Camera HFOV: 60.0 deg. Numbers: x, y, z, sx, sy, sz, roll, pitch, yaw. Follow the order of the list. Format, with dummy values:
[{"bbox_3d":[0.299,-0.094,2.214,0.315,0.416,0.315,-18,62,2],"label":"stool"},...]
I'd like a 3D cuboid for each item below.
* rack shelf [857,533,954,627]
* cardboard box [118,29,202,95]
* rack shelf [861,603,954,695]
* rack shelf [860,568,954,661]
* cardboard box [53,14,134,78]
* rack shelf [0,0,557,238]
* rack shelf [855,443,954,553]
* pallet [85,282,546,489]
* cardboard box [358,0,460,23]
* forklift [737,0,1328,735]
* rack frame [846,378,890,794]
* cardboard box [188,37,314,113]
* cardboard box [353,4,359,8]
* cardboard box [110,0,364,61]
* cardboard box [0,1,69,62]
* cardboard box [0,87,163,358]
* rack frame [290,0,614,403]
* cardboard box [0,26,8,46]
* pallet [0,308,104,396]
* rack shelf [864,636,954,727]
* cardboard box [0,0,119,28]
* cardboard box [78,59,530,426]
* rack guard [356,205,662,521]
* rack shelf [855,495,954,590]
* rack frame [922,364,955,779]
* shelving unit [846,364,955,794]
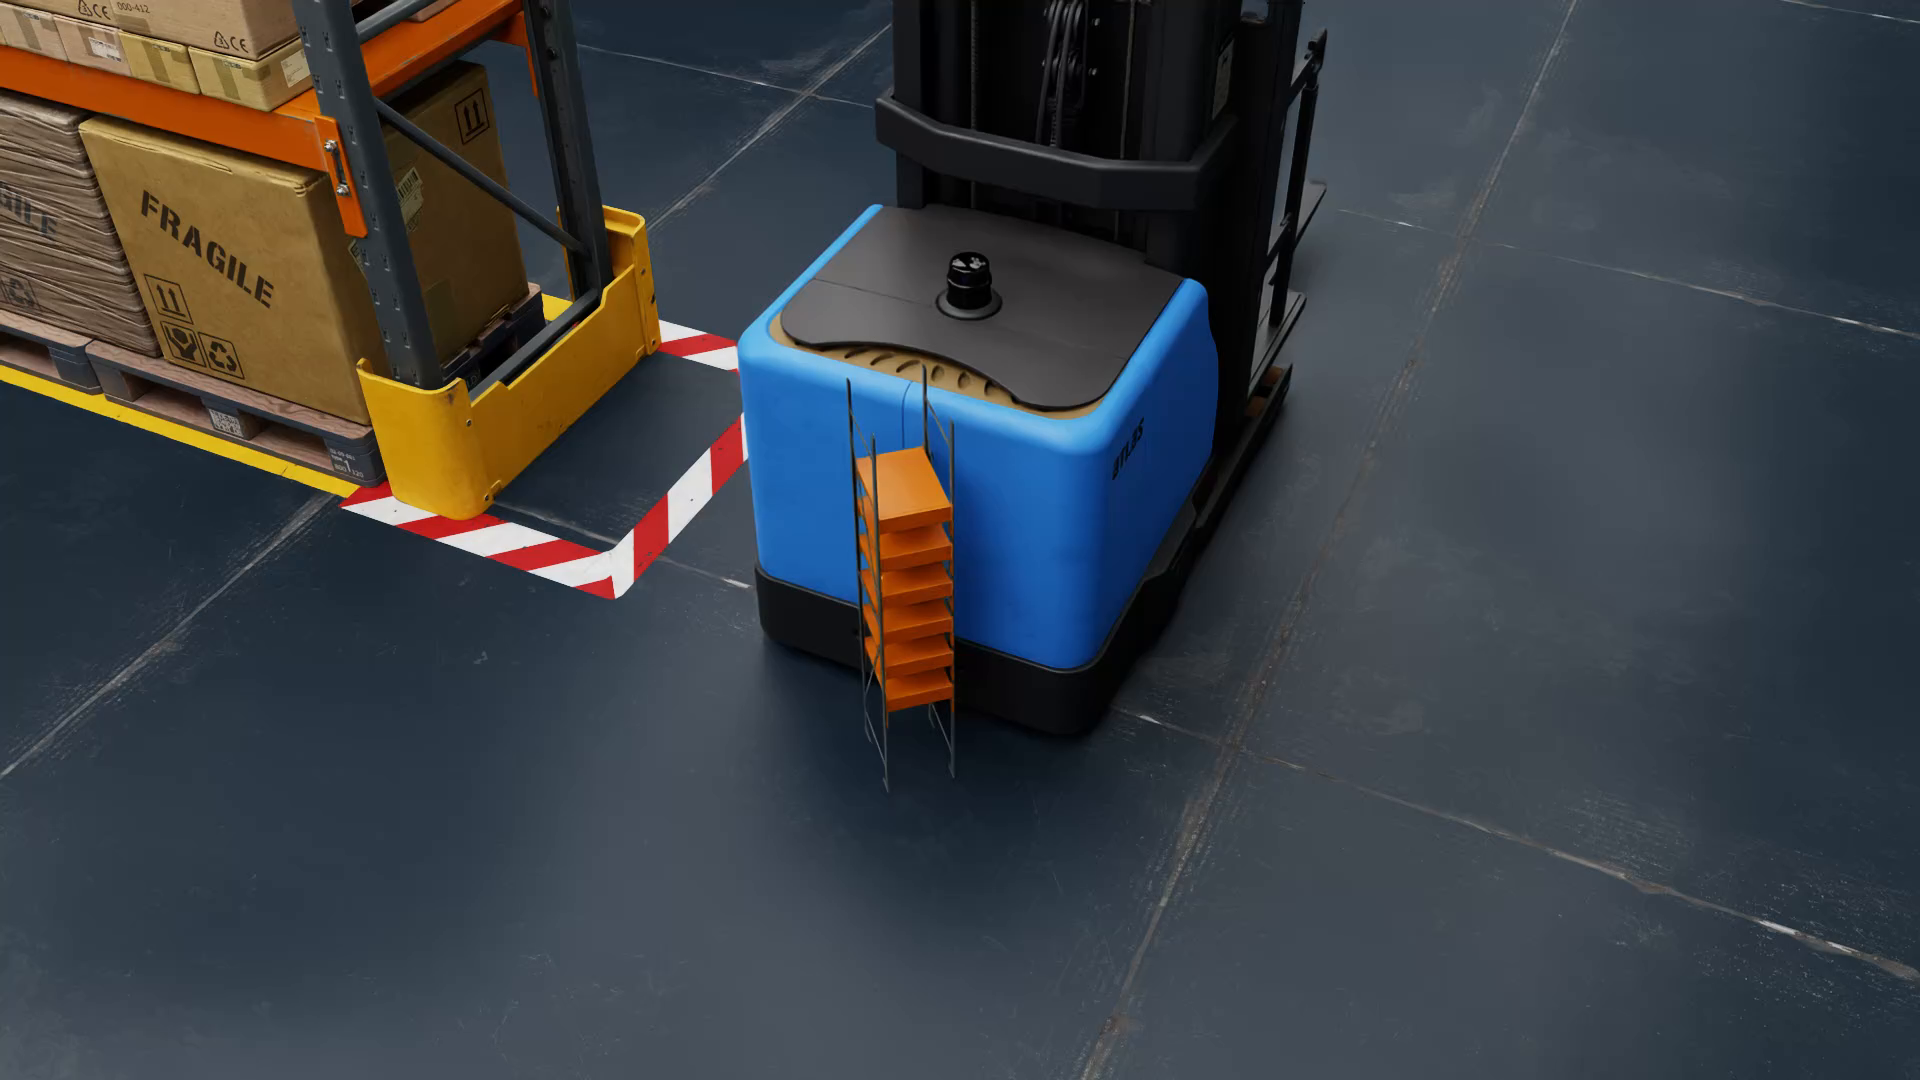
[{"bbox_3d":[-0.138,0.078,4.128,0.180,0.103,0.258,-11,42,-13],"label":"rack shelf"},{"bbox_3d":[-2.192,-1.462,4.838,0.250,0.149,0.380,17,44,19],"label":"cardboard box"},{"bbox_3d":[-0.138,0.260,4.285,0.180,0.103,0.258,-11,42,-13],"label":"rack shelf"},{"bbox_3d":[-0.138,0.169,4.207,0.180,0.103,0.258,-11,42,-13],"label":"rack shelf"},{"bbox_3d":[-2.420,-1.532,4.919,0.250,0.149,0.380,17,44,19],"label":"cardboard box"},{"bbox_3d":[-3.307,-1.864,5.660,4.000,0.370,1.077,17,44,19],"label":"rack shelf"},{"bbox_3d":[-0.138,-0.103,3.971,0.180,0.103,0.258,-11,42,-13],"label":"rack shelf"},{"bbox_3d":[-2.252,-0.703,5.901,1.213,0.211,1.003,17,44,19],"label":"pallet"},{"bbox_3d":[-1.676,-1.782,5.207,0.250,0.149,0.380,17,44,19],"label":"cardboard box"},{"bbox_3d":[0.494,-1.544,4.793,1.130,2.935,3.031,17,44,19],"label":"forklift"},{"bbox_3d":[-0.226,0.153,4.157,0.006,1.200,0.240,-11,42,-13],"label":"rack frame"},{"bbox_3d":[-1.956,-1.391,4.756,0.250,0.149,0.380,18,44,19],"label":"cardboard box"},{"bbox_3d":[-1.909,-1.852,5.288,0.250,0.149,0.380,16,44,18],"label":"cardboard box"},{"bbox_3d":[-2.045,-1.615,4.710,0.500,0.250,0.500,16,44,18],"label":"cardboard box"},{"bbox_3d":[-2.646,-1.602,5.000,0.250,0.149,0.380,18,44,19],"label":"cardboard box"},{"bbox_3d":[-2.933,-1.320,5.784,0.875,0.875,0.875,17,44,19],"label":"cardboard box"},{"bbox_3d":[-1.494,-1.582,4.785,0.127,3.000,1.000,17,44,19],"label":"rack frame"},{"bbox_3d":[-2.882,-1.672,5.081,0.250,0.149,0.380,16,43,18],"label":"cardboard box"},{"bbox_3d":[-3.353,-1.042,6.291,1.213,0.211,1.003,17,44,19],"label":"pallet"},{"bbox_3d":[-0.138,0.350,4.364,0.180,0.103,0.258,-11,42,-13],"label":"rack shelf"},{"bbox_3d":[-2.505,-1.756,4.873,0.500,0.250,0.500,16,43,18],"label":"cardboard box"},{"bbox_3d":[-2.108,-1.068,5.493,0.875,0.875,0.875,17,44,19],"label":"cardboard box"},{"bbox_3d":[-1.472,-0.631,5.596,0.348,0.500,1.175,17,44,19],"label":"rack guard"},{"bbox_3d":[-0.138,-0.012,4.050,0.180,0.103,0.258,-11,42,-13],"label":"rack shelf"},{"bbox_3d":[-0.051,0.118,4.198,0.006,1.200,0.240,-11,42,-13],"label":"rack frame"},{"bbox_3d":[-0.138,0.135,4.178,0.189,1.200,0.258,-11,42,-13],"label":"shelving unit"}]
